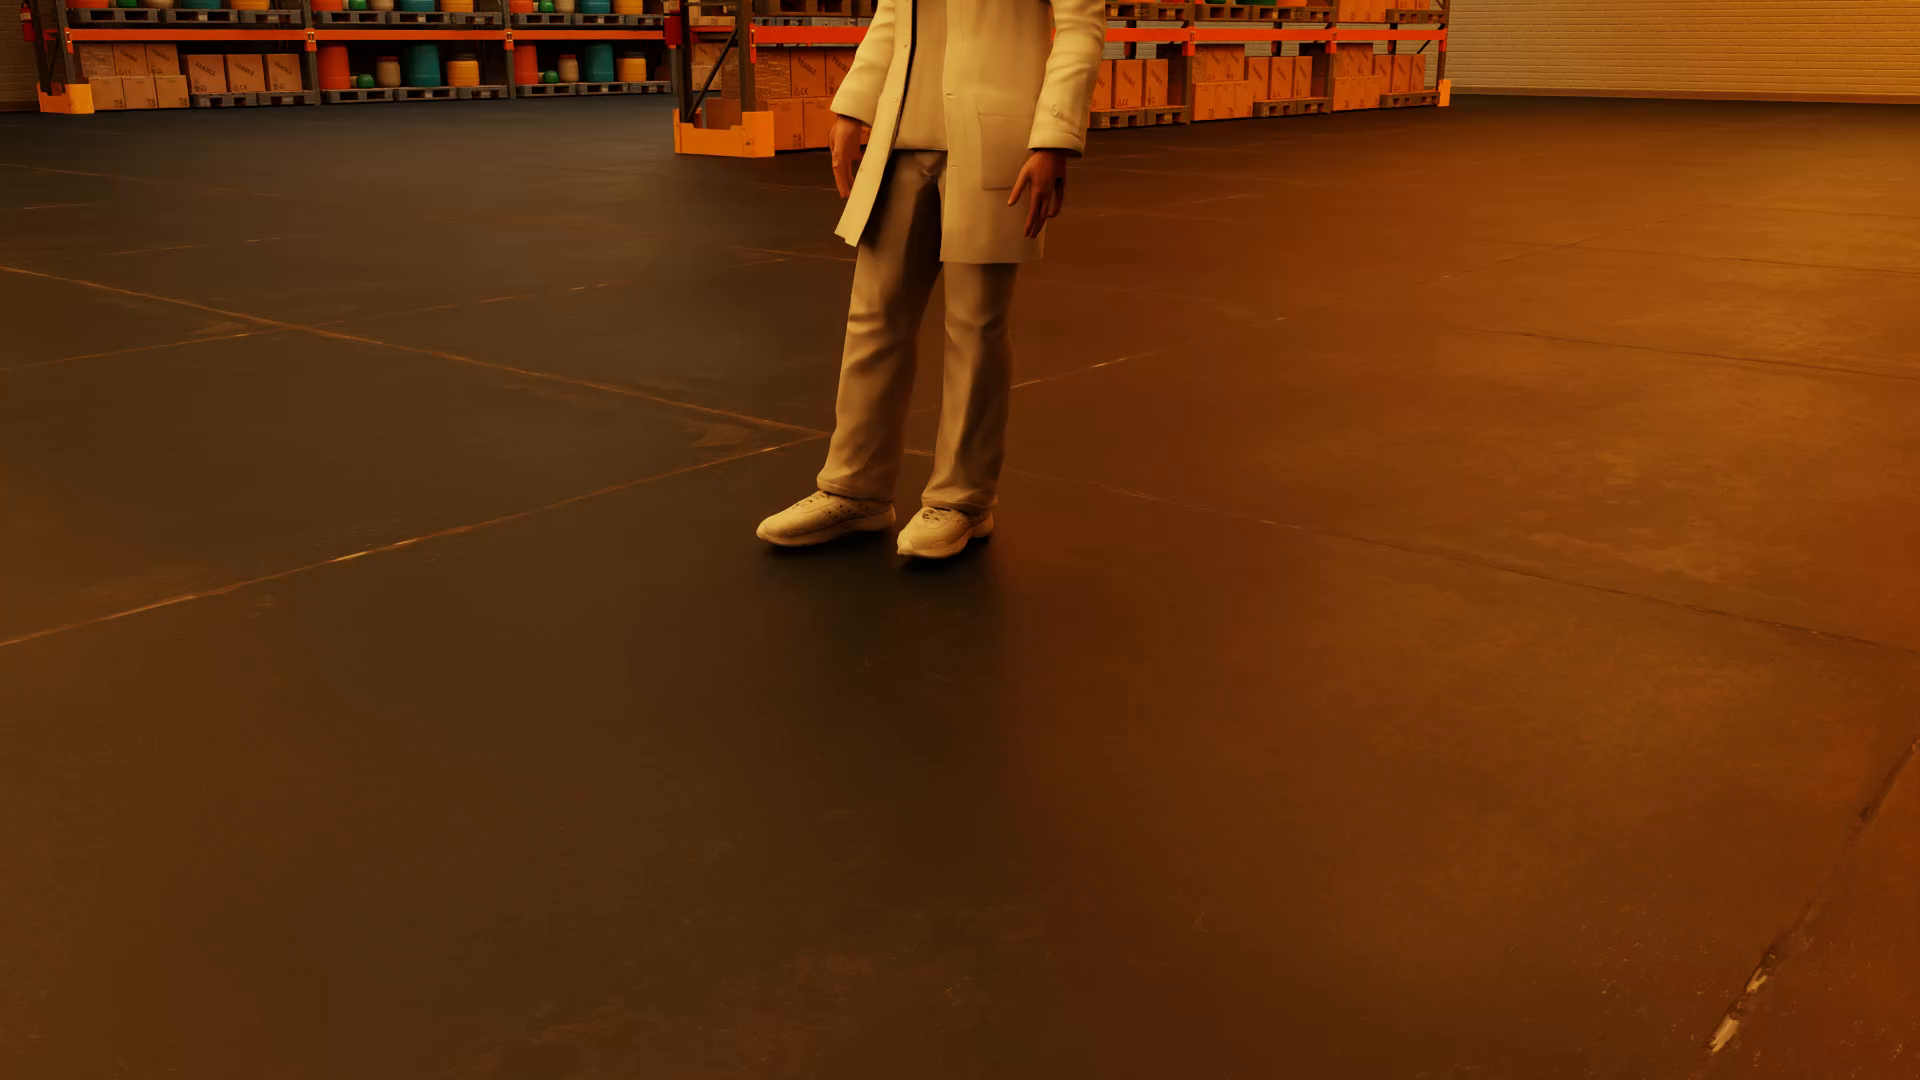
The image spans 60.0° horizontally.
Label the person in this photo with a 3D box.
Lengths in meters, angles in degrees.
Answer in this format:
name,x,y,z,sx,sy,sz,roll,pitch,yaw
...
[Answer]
name,x,y,z,sx,sy,sz,roll,pitch,yaw
person,-0.061,-0.838,3.618,0.696,1.775,0.581,13,21,37
